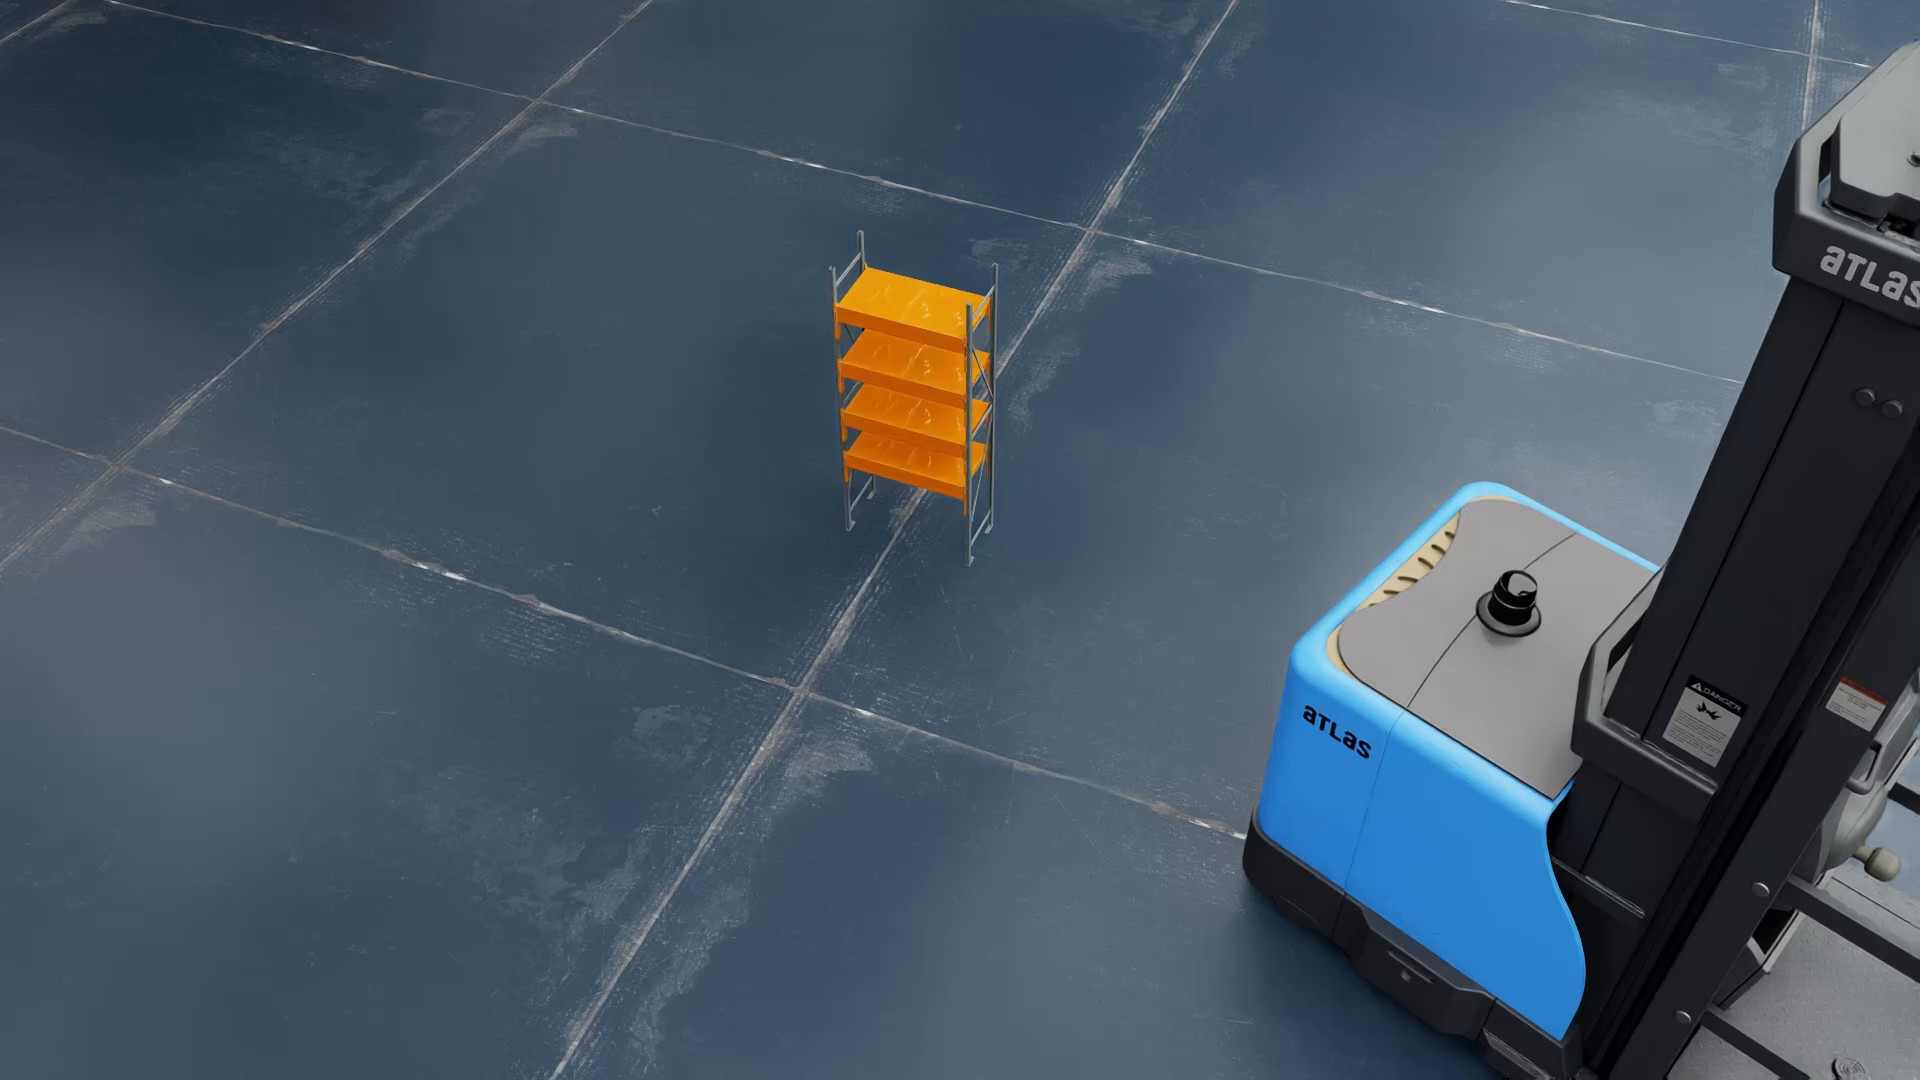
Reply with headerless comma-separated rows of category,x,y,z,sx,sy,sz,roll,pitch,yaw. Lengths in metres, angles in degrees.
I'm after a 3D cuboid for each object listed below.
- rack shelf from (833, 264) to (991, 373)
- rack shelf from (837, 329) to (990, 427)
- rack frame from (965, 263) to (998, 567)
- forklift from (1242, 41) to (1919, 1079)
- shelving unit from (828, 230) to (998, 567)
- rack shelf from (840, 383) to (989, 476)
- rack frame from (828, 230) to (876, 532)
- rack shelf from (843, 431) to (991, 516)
rack shelf,-0.153,-0.749,5.595,0.480,0.148,0.258,16,47,16
rack shelf,-0.153,-0.581,5.762,0.480,0.148,0.258,16,47,16
rack frame,0.072,-0.404,5.805,0.015,1.200,0.240,16,47,16
forklift,2.290,0.484,3.686,3.031,2.935,1.130,34,54,29
shelving unit,-0.153,-0.470,5.872,0.503,1.200,0.258,16,47,16
rack shelf,-0.153,-0.423,5.919,0.480,0.148,0.258,16,47,16
rack frame,-0.378,-0.537,5.939,0.015,1.200,0.240,16,47,16
rack shelf,-0.153,-0.282,6.059,0.480,0.148,0.258,16,47,16
